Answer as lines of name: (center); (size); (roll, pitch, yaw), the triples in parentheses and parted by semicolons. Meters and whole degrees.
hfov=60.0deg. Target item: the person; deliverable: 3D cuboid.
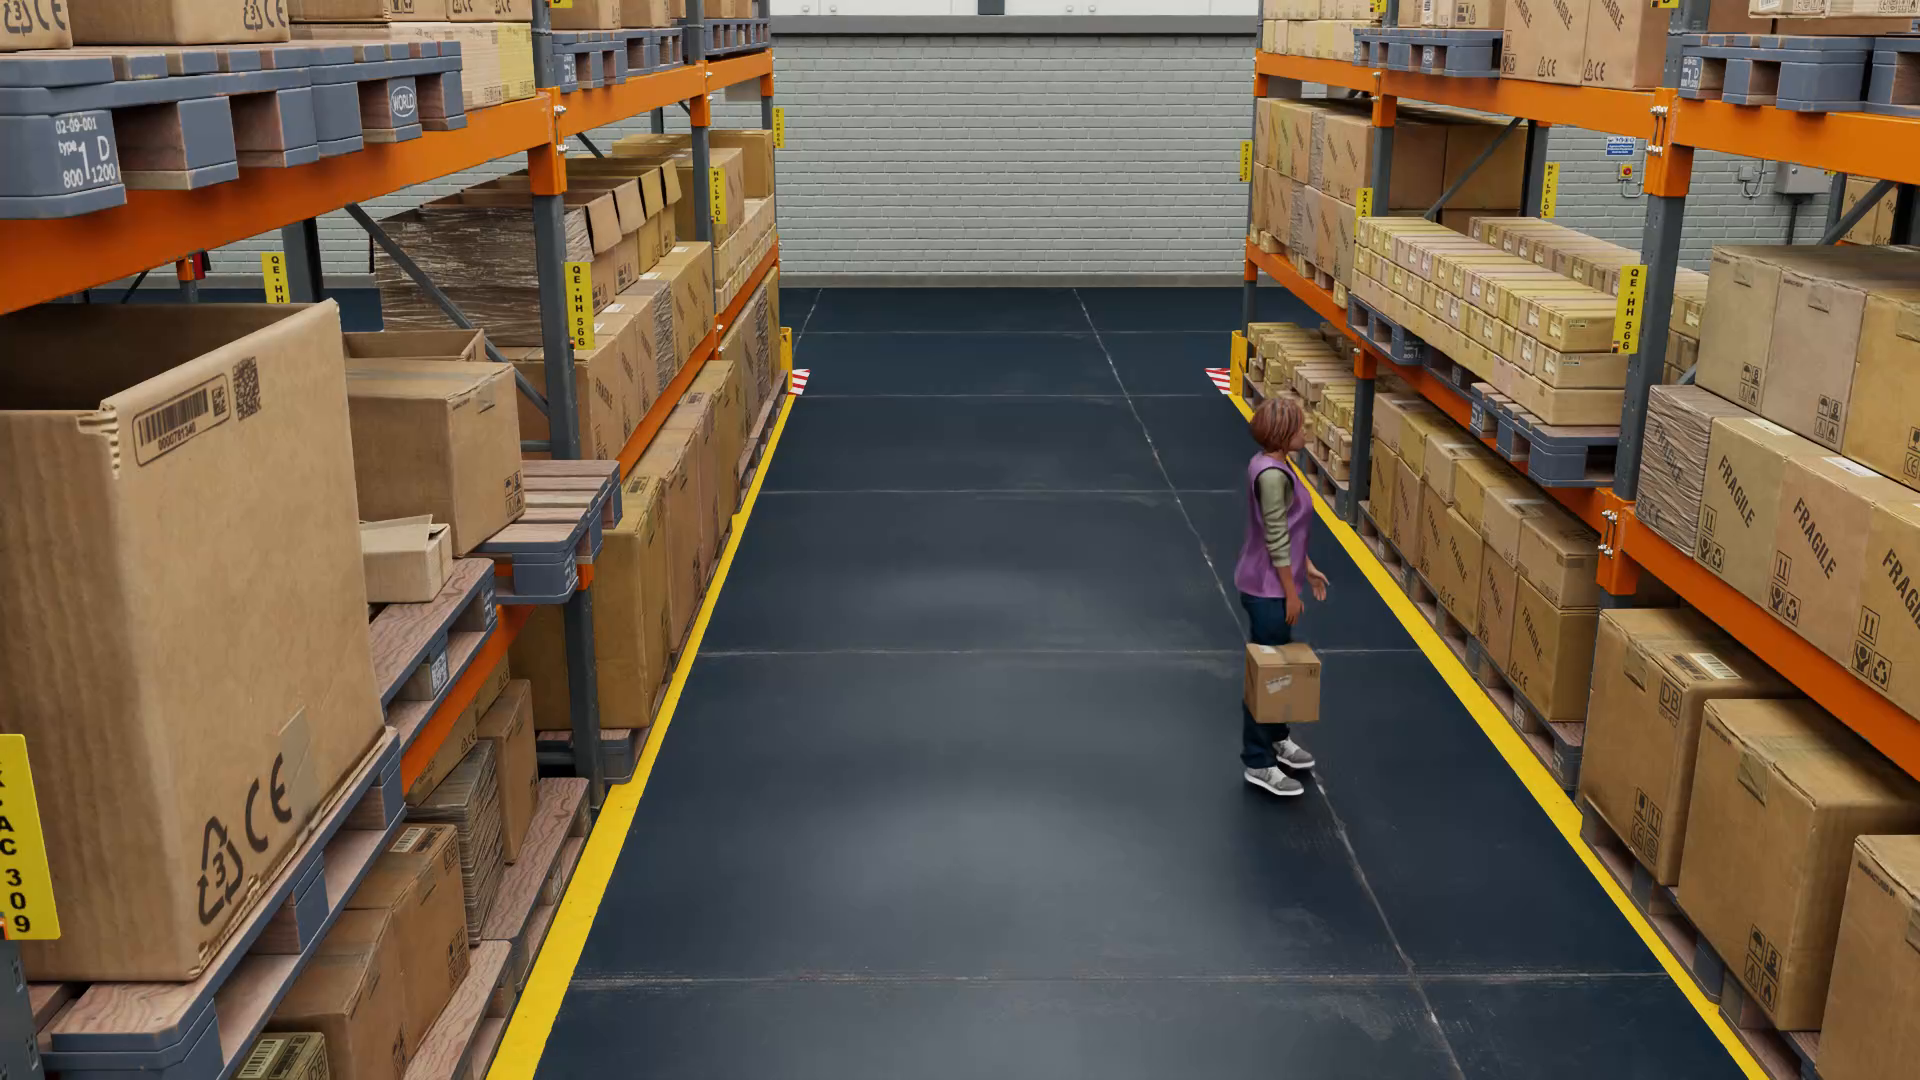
person: (1.313, 0.220, 6.793); (0.396, 1.606, 0.477); (3, 18, 9)
